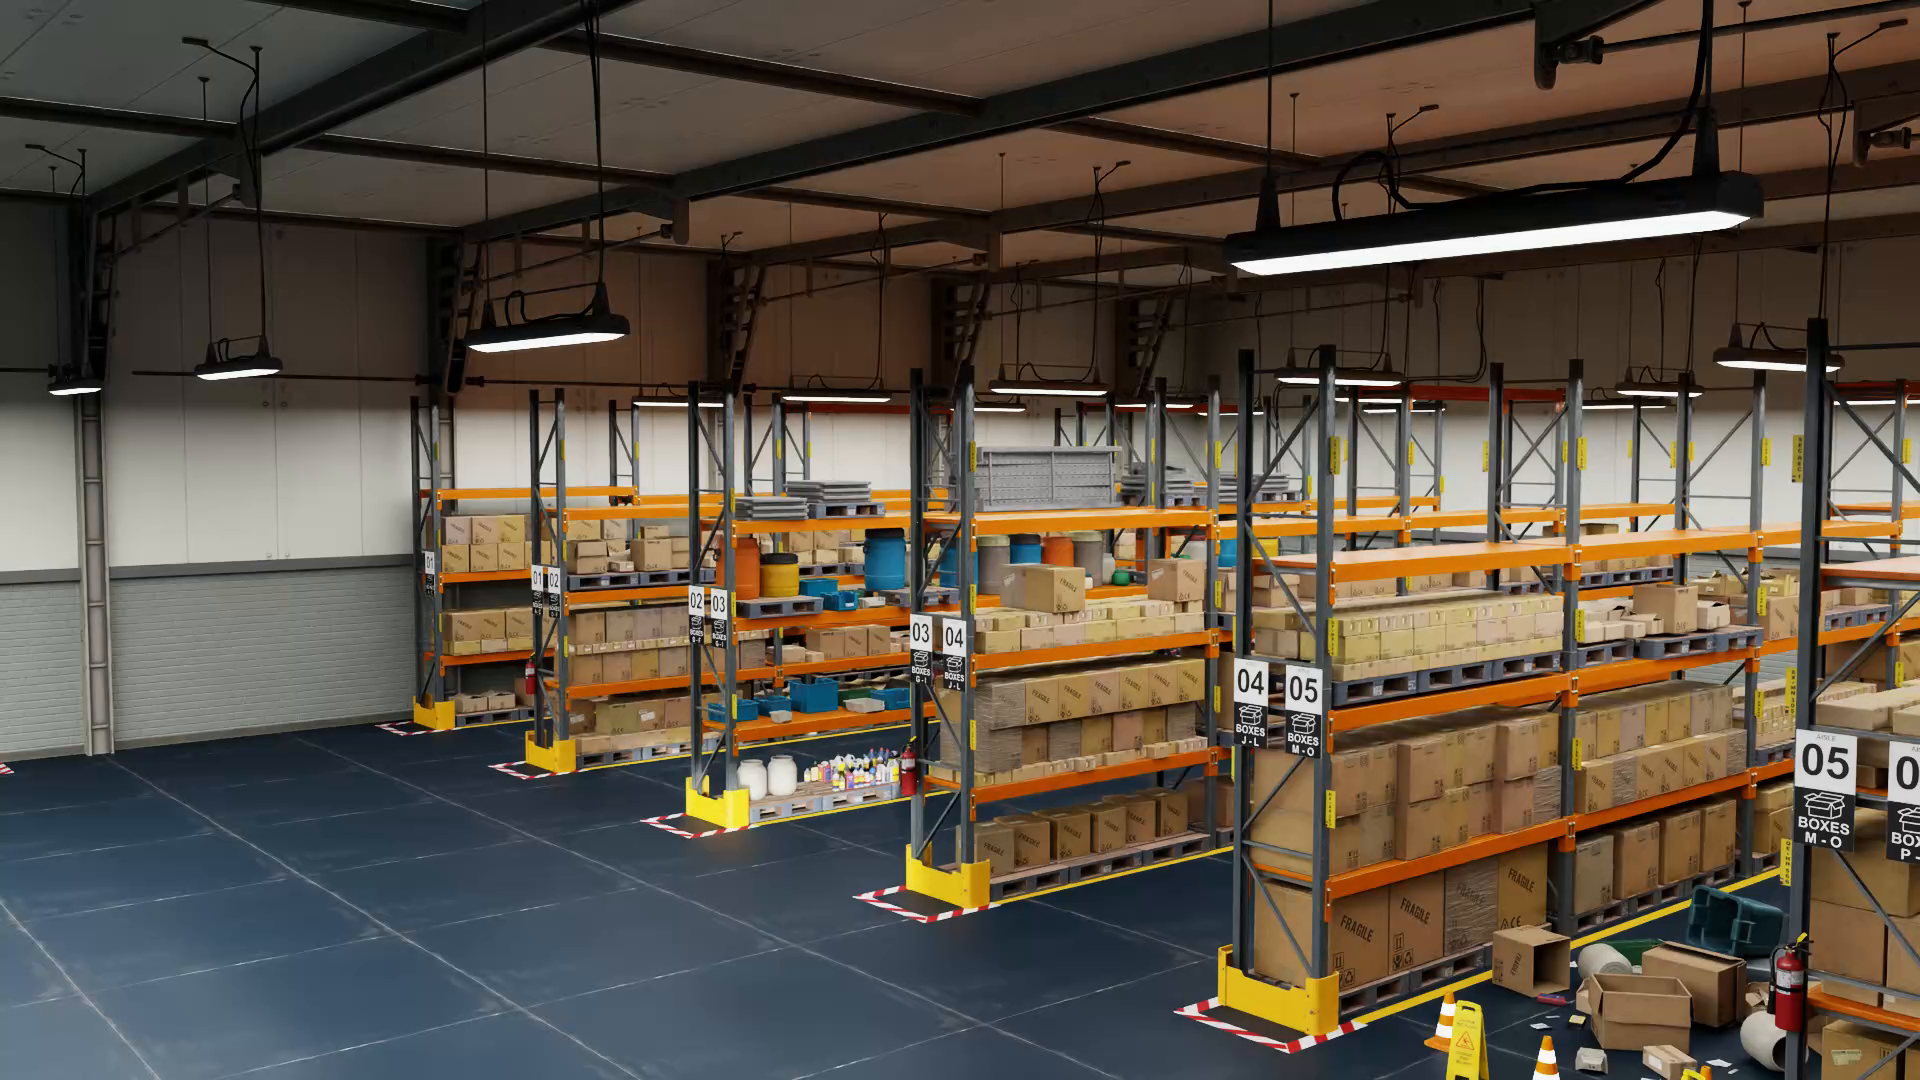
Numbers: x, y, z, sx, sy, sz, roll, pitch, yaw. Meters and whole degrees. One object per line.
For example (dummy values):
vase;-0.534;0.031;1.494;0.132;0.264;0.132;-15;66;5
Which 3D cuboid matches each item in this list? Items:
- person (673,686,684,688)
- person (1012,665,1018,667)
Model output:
person;-5.418;2.455;31.737;0.579;1.692;0.335;-2;4;-28
person;0.787;2.745;27.183;0.592;1.630;0.566;3;5;42
